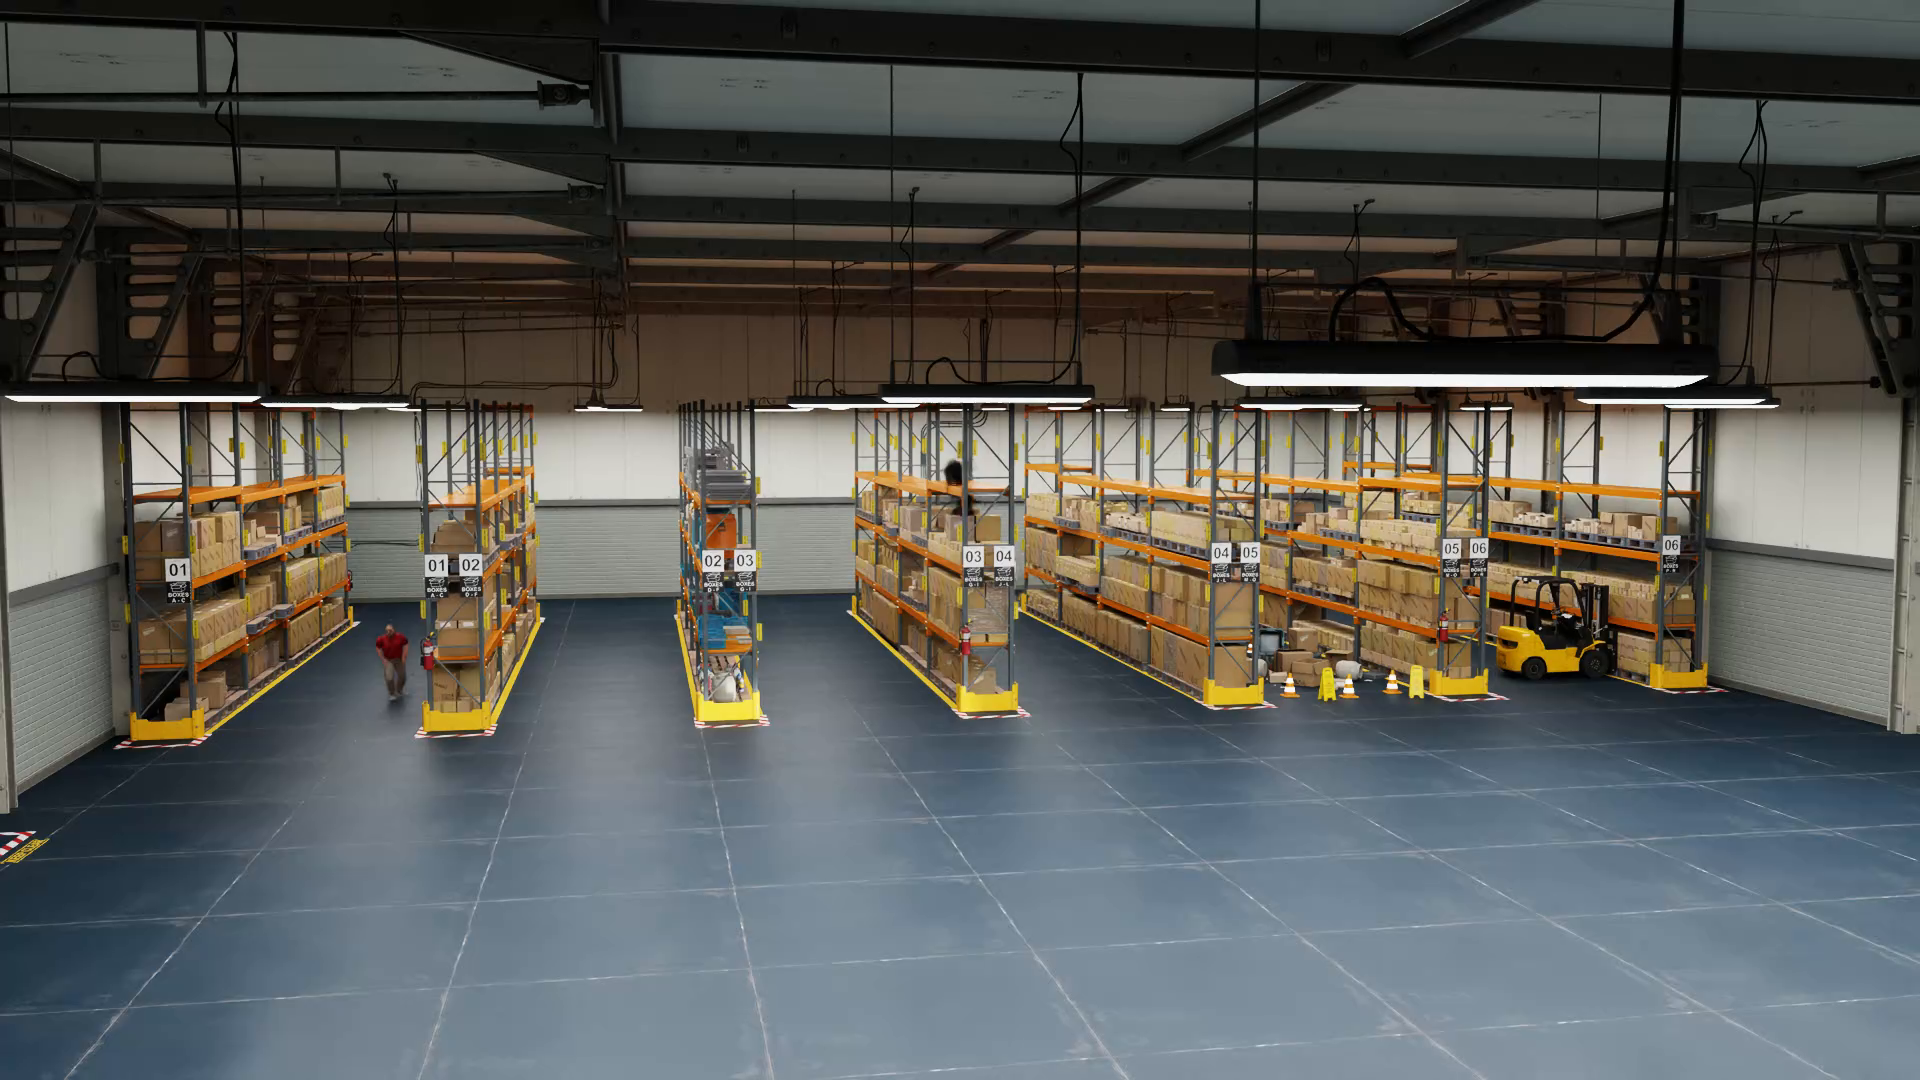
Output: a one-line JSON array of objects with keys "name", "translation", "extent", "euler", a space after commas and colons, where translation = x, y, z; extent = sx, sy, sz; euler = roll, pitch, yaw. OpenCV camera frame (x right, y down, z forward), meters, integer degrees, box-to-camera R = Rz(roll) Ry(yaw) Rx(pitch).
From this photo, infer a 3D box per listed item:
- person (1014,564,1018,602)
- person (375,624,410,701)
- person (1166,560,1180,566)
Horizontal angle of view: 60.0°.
[{"name": "person", "translation": [1.449, 1.208, 49.421], "extent": [0.547, 1.599, 0.620], "euler": [-3, 5, -34]}, {"name": "person", "translation": [-11.344, 2.423, 33.312], "extent": [0.711, 1.577, 0.844], "euler": [-3, 5, -30]}, {"name": "person", "translation": [6.615, 1.031, 50.870], "extent": [0.843, 1.736, 0.572], "euler": [-1, 5, -19]}]
